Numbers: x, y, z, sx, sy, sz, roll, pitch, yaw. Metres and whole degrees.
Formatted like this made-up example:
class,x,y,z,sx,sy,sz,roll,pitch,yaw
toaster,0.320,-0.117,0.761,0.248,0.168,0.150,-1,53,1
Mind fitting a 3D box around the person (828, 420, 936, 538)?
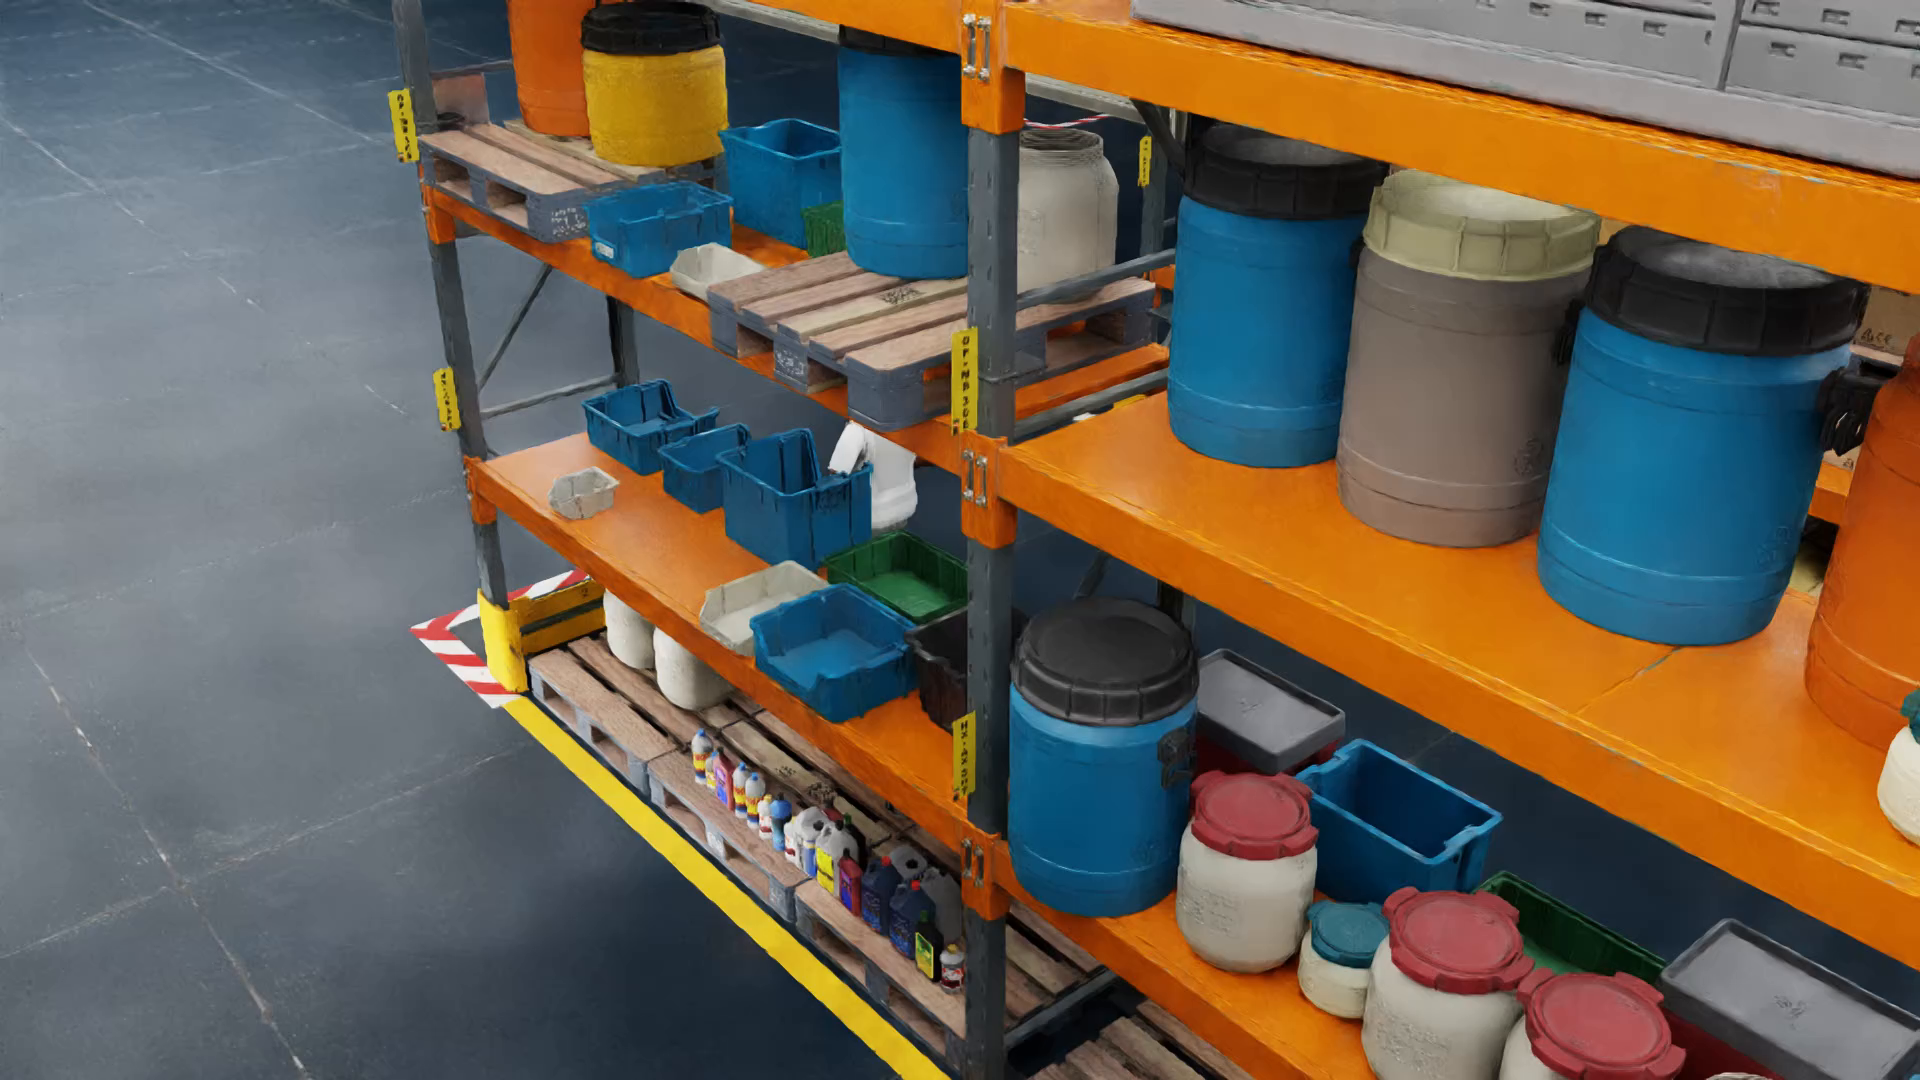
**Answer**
class,x,y,z,sx,sy,sz,roll,pitch,yaw
person,-0.469,-0.179,8.969,0.798,1.733,0.501,-24,36,-37
